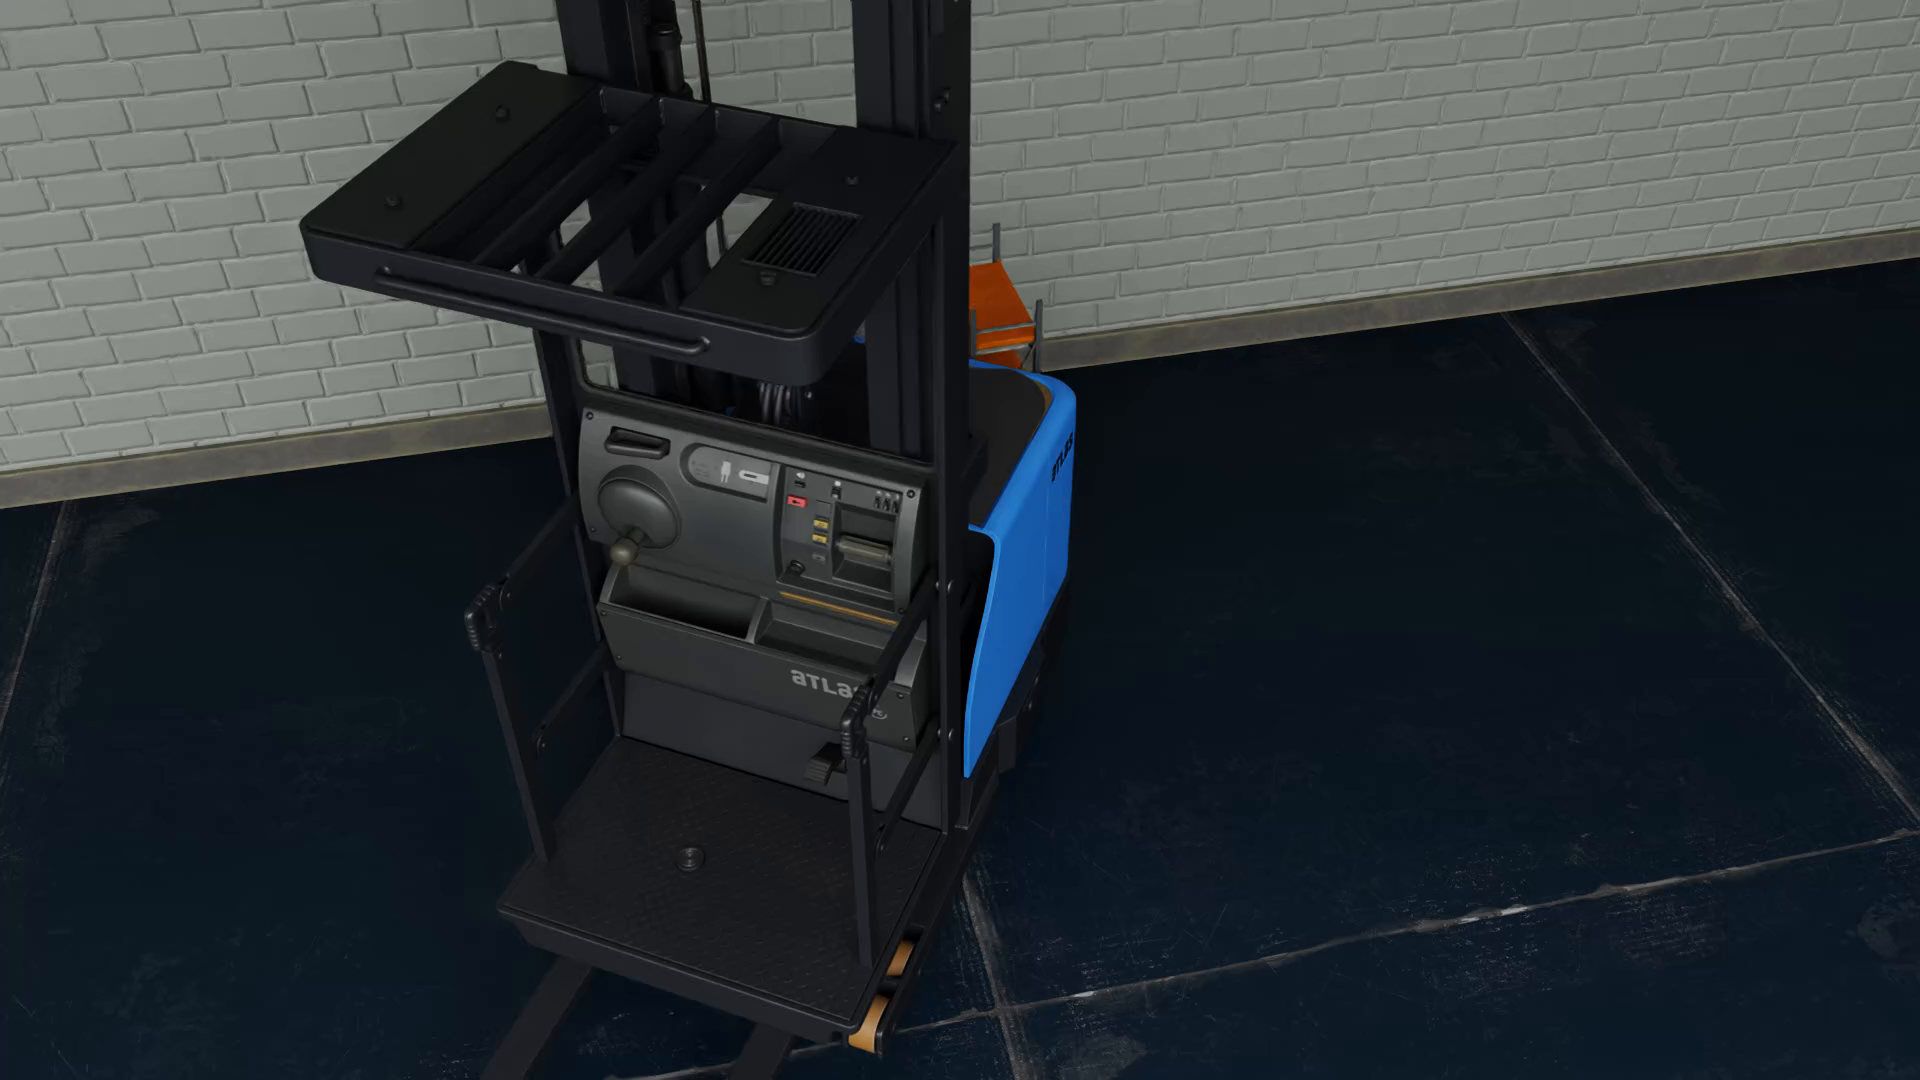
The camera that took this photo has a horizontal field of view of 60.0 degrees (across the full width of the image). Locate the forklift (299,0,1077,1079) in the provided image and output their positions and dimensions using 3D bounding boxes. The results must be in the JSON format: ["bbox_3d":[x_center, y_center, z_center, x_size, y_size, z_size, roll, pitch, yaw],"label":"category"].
[{"bbox_3d":[-0.612,0.013,4.028,1.130,2.935,3.031,14,43,15],"label":"forklift"}]

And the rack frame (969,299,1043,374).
[{"bbox_3d":[0.148,-0.295,5.679,0.240,1.200,0.015,-10,43,-11],"label":"rack frame"}]

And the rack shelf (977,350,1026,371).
[{"bbox_3d":[0.083,-0.568,5.751,0.258,0.148,0.480,-10,43,-11],"label":"rack shelf"}]

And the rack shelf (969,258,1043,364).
[{"bbox_3d":[0.084,-0.745,5.594,0.258,0.148,0.480,-10,43,-11],"label":"rack shelf"}]

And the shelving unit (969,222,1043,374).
[{"bbox_3d":[0.083,-0.451,5.855,0.258,1.200,0.503,-10,43,-11],"label":"shelving unit"}]

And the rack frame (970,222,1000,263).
[{"bbox_3d":[0.019,-0.608,6.031,0.240,1.200,0.015,-10,43,-11],"label":"rack frame"}]
